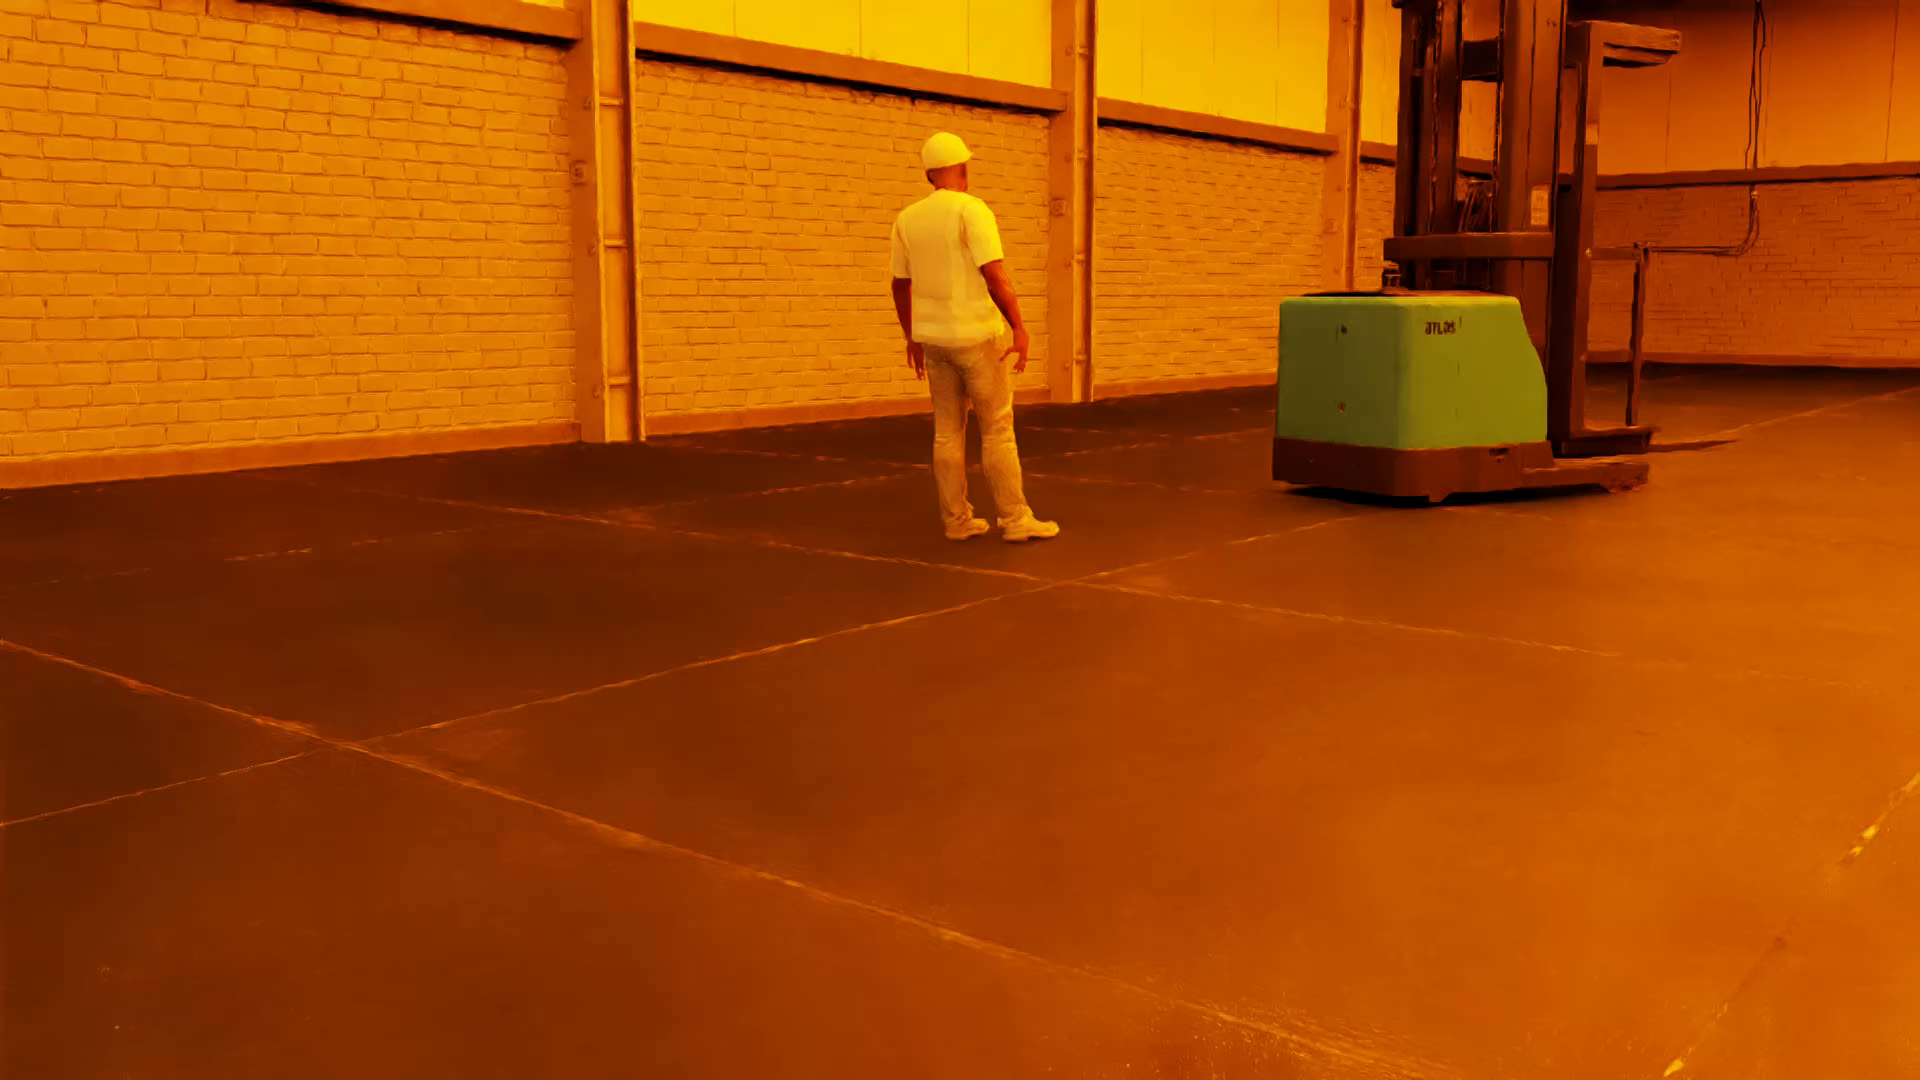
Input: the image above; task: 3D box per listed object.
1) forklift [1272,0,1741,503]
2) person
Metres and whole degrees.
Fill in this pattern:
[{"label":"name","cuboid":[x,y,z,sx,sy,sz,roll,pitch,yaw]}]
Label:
[{"label":"forklift","cuboid":[3.259,-1.771,9.387,3.031,2.935,1.130,-5,10,-31]},{"label":"person","cuboid":[0.048,-0.888,7.326,0.665,1.766,0.576,7,11,38]}]
